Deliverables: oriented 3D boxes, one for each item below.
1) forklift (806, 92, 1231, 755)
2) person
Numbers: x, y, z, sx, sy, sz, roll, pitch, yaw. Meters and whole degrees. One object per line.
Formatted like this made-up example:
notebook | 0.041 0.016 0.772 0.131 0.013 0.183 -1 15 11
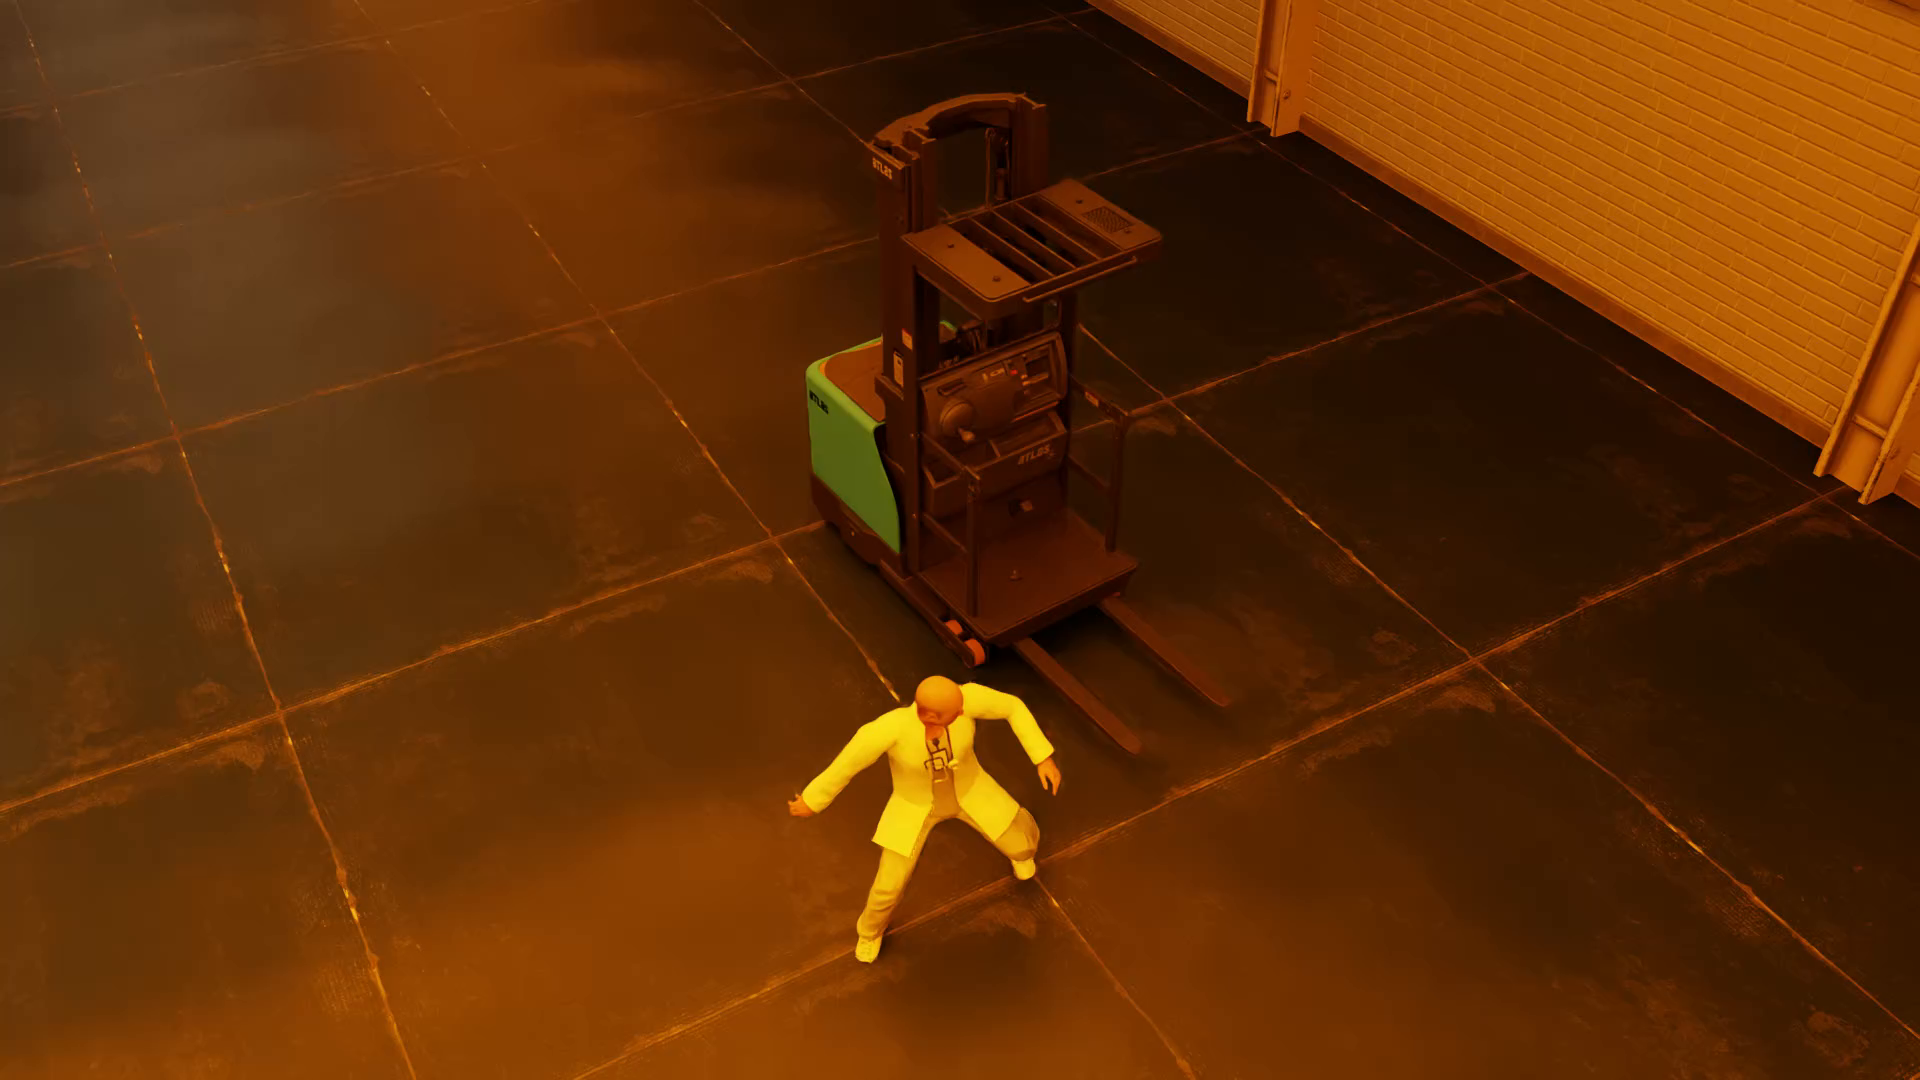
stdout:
forklift | 0.319 -0.755 8.946 1.130 2.935 3.031 -24 45 -26
person | -0.162 1.209 7.677 1.223 1.684 0.571 -11 41 -13
